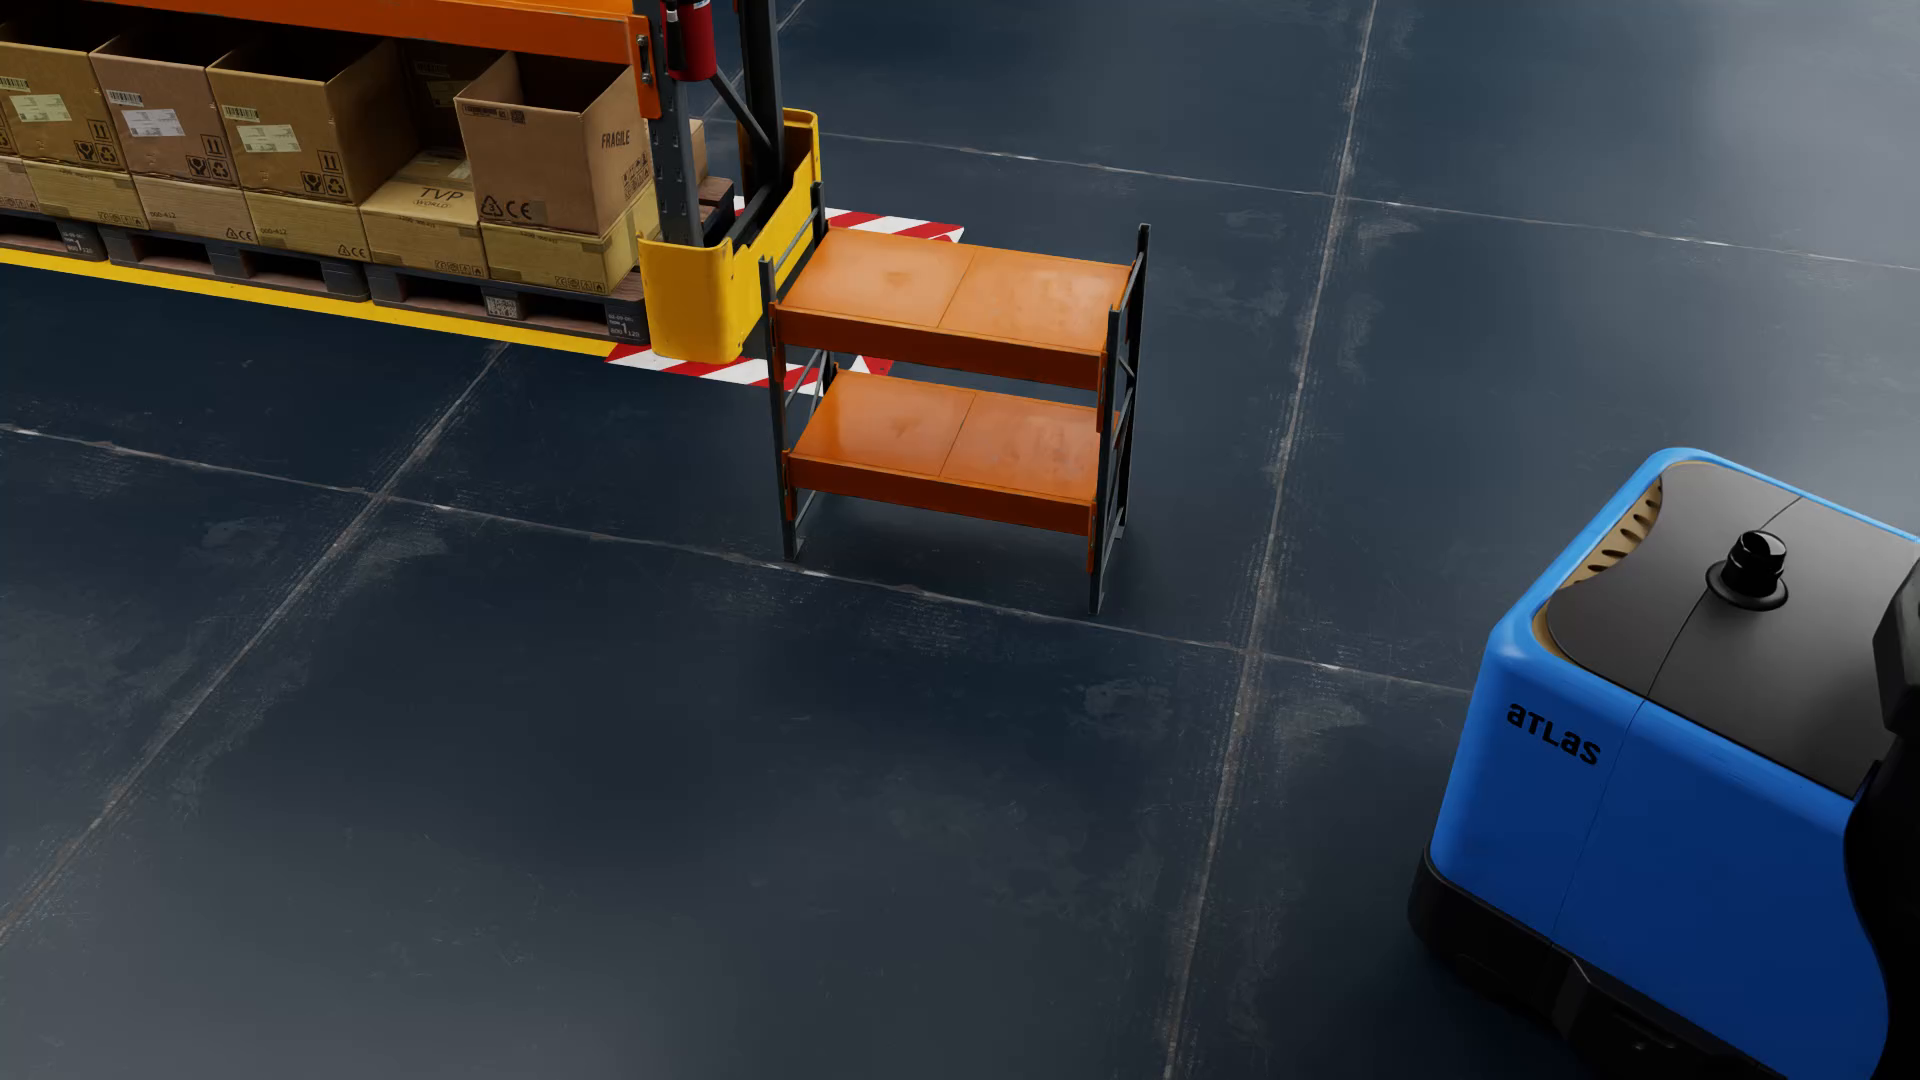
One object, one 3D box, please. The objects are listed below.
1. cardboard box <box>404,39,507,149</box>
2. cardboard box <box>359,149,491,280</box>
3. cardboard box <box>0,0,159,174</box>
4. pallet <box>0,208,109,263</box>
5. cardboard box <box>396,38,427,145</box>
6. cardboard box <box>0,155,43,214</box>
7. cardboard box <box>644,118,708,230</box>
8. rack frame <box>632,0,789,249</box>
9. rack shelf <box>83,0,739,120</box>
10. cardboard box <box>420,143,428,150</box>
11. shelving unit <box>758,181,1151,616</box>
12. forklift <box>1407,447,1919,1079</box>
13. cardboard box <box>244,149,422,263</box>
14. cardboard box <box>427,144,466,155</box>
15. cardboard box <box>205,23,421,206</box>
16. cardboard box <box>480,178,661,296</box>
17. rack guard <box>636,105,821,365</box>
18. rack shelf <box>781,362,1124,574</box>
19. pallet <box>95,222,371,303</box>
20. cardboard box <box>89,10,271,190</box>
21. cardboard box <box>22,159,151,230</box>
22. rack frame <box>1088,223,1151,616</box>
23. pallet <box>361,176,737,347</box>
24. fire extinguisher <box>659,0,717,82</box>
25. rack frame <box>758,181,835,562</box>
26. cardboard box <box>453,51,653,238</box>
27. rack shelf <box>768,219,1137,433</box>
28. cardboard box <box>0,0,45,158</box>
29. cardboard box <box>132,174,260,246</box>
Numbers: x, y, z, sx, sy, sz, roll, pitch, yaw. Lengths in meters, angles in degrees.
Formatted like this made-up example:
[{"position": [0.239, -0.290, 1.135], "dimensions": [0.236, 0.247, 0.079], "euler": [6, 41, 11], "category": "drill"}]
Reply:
[{"position": [-1.856, -1.905, 6.708], "dimensions": [0.500, 0.500, 0.500], "euler": [10, 41, 11], "category": "cardboard box"}, {"position": [-1.992, -1.290, 6.559], "dimensions": [0.500, 0.250, 0.500], "euler": [10, 41, 11], "category": "cardboard box"}, {"position": [-3.442, -1.823, 6.611], "dimensions": [0.500, 0.500, 0.500], "euler": [10, 41, 11], "category": "cardboard box"}, {"position": [-4.018, -1.640, 7.332], "dimensions": [1.213, 0.211, 1.003], "euler": [10, 41, 11], "category": "pallet"}, {"position": [-2.342, -1.980, 6.798], "dimensions": [0.500, 0.500, 0.500], "euler": [10, 41, 11], "category": "cardboard box"}, {"position": [-3.924, -1.622, 6.954], "dimensions": [0.500, 0.250, 0.500], "euler": [10, 41, 11], "category": "cardboard box"}, {"position": [-1.372, -1.536, 6.852], "dimensions": [0.500, 0.250, 0.500], "euler": [10, 41, 11], "category": "cardboard box"}, {"position": [-0.911, -2.201, 5.832], "dimensions": [0.127, 3.000, 1.000], "euler": [10, 41, 11], "category": "rack frame"}, {"position": [-2.844, -2.258, 6.459], "dimensions": [4.000, 0.370, 1.077], "euler": [10, 41, 11], "category": "rack shelf"}, {"position": [-2.339, -1.700, 7.048], "dimensions": [0.500, 0.250, 0.500], "euler": [10, 41, 11], "category": "cardboard box"}, {"position": [-0.007, -0.432, 5.183], "dimensions": [1.048, 1.125, 0.538], "euler": [10, 41, 11], "category": "shelving unit"}, {"position": [2.594, 0.297, 2.911], "dimensions": [3.031, 2.935, 1.130], "euler": [29, 48, 30], "category": "forklift"}, {"position": [-2.475, -1.372, 6.657], "dimensions": [0.500, 0.250, 0.500], "euler": [10, 41, 11], "category": "cardboard box"}, {"position": [-1.856, -1.617, 6.948], "dimensions": [0.500, 0.250, 0.500], "euler": [10, 41, 11], "category": "cardboard box"}, {"position": [-2.476, -1.657, 6.413], "dimensions": [0.500, 0.500, 0.500], "euler": [10, 41, 11], "category": "cardboard box"}, {"position": [-1.506, -1.214, 6.469], "dimensions": [0.500, 0.250, 0.500], "euler": [10, 41, 11], "category": "cardboard box"}, {"position": [-0.888, -1.240, 6.631], "dimensions": [0.348, 0.500, 1.175], "euler": [10, 41, 11], "category": "rack guard"}, {"position": [-0.007, -0.245, 5.341], "dimensions": [1.000, 0.278, 0.538], "euler": [10, 41, 11], "category": "rack shelf"}, {"position": [-2.836, -1.438, 7.092], "dimensions": [1.213, 0.211, 1.003], "euler": [10, 41, 11], "category": "pallet"}, {"position": [-2.959, -1.741, 6.513], "dimensions": [0.500, 0.500, 0.500], "euler": [10, 41, 11], "category": "cardboard box"}, {"position": [-3.443, -1.536, 6.851], "dimensions": [0.500, 0.250, 0.500], "euler": [10, 41, 11], "category": "cardboard box"}, {"position": [0.485, -0.347, 5.083], "dimensions": [0.032, 1.125, 0.500], "euler": [10, 41, 11], "category": "rack frame"}, {"position": [-1.661, -1.234, 6.849], "dimensions": [1.213, 0.211, 1.003], "euler": [10, 41, 11], "category": "pallet"}, {"position": [-0.917, -1.863, 5.490], "dimensions": [0.183, 0.674, 0.296], "euler": [10, 41, 11], "category": "fire extinguisher"}, {"position": [-0.498, -0.516, 5.284], "dimensions": [0.032, 1.125, 0.500], "euler": [10, 41, 11], "category": "rack frame"}, {"position": [-1.506, -1.500, 6.226], "dimensions": [0.500, 0.500, 0.500], "euler": [10, 41, 11], "category": "cardboard box"}, {"position": [-0.007, -0.656, 4.995], "dimensions": [1.000, 0.278, 0.538], "euler": [10, 41, 11], "category": "rack shelf"}, {"position": [-3.923, -1.911, 6.715], "dimensions": [0.500, 0.500, 0.500], "euler": [10, 41, 11], "category": "cardboard box"}, {"position": [-2.958, -1.456, 6.757], "dimensions": [0.500, 0.250, 0.500], "euler": [10, 41, 11], "category": "cardboard box"}]
